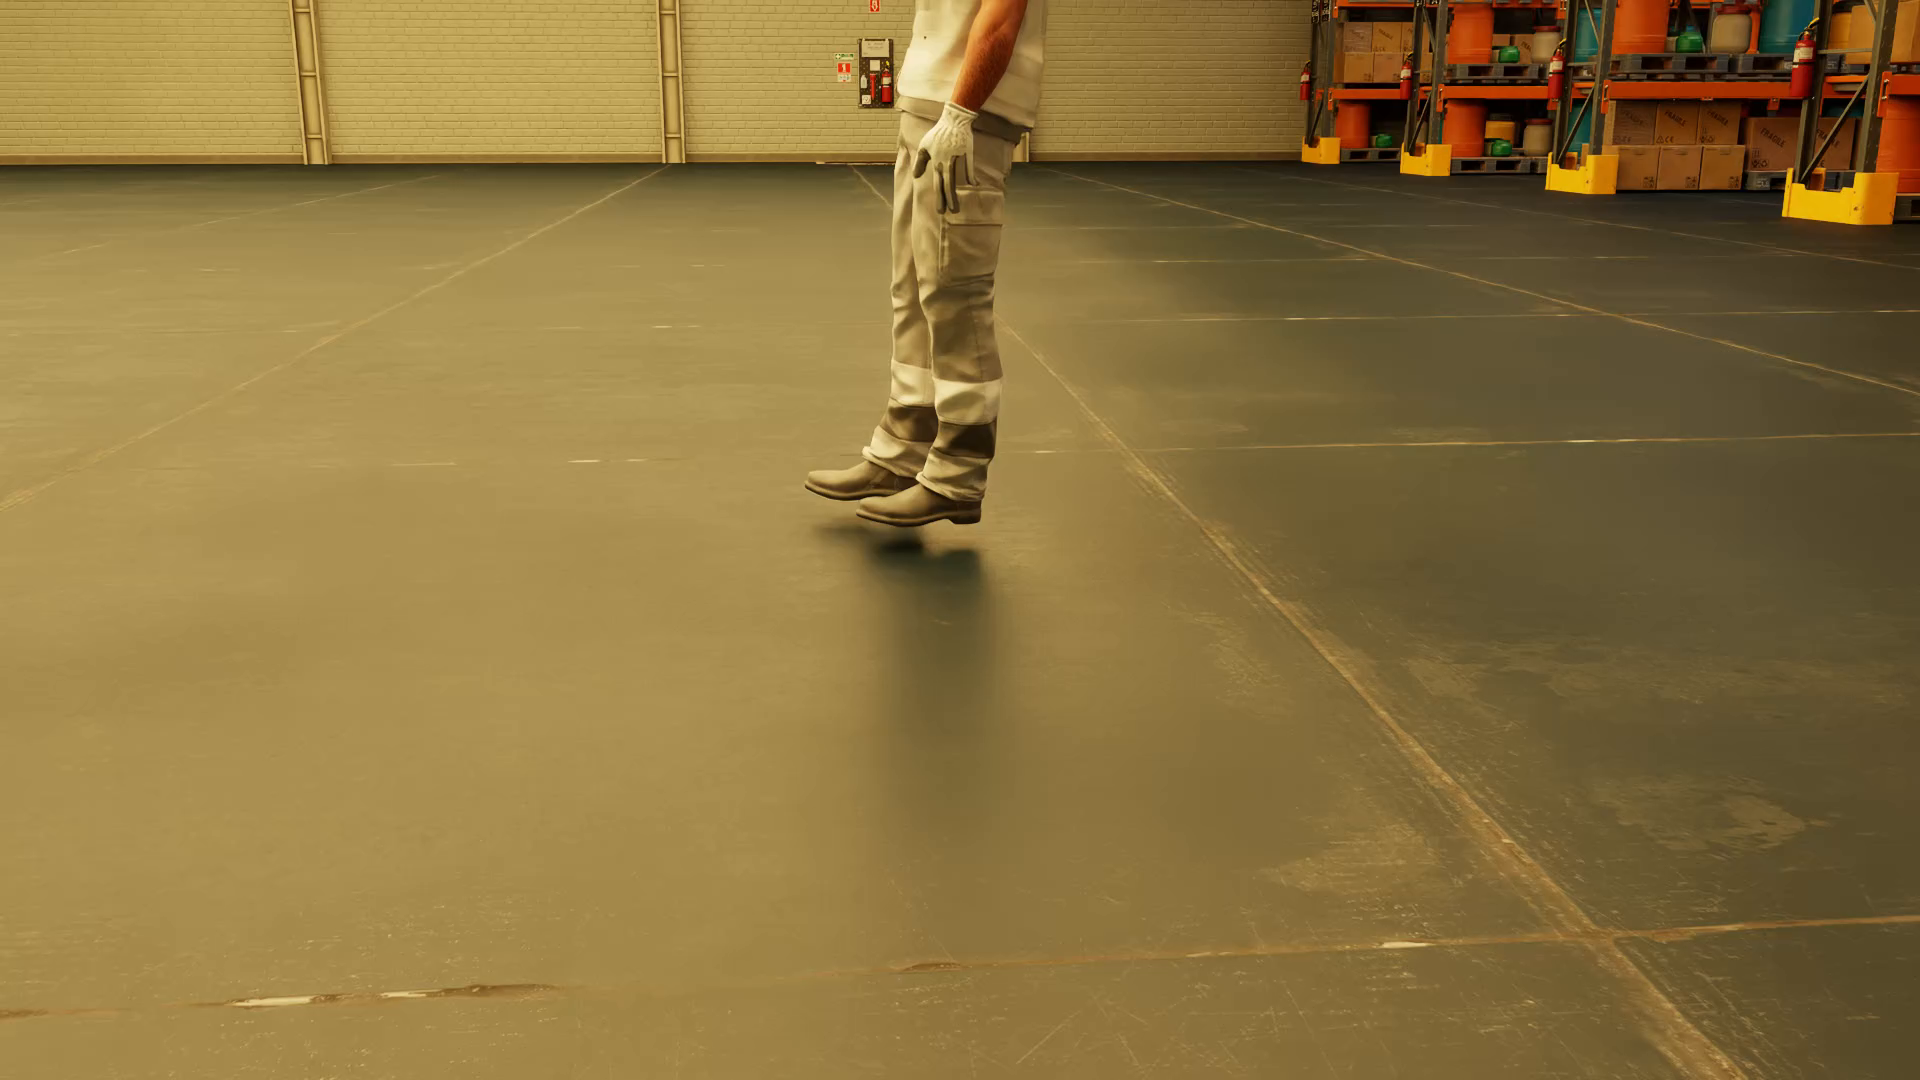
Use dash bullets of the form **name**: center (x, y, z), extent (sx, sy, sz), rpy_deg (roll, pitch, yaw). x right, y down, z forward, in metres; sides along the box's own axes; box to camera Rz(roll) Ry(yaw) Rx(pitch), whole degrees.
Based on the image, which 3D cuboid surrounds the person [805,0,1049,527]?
- **person**: center (-0.081, -0.913, 3.700), extent (0.561, 1.789, 0.637), rpy_deg (-1, 15, -5)
